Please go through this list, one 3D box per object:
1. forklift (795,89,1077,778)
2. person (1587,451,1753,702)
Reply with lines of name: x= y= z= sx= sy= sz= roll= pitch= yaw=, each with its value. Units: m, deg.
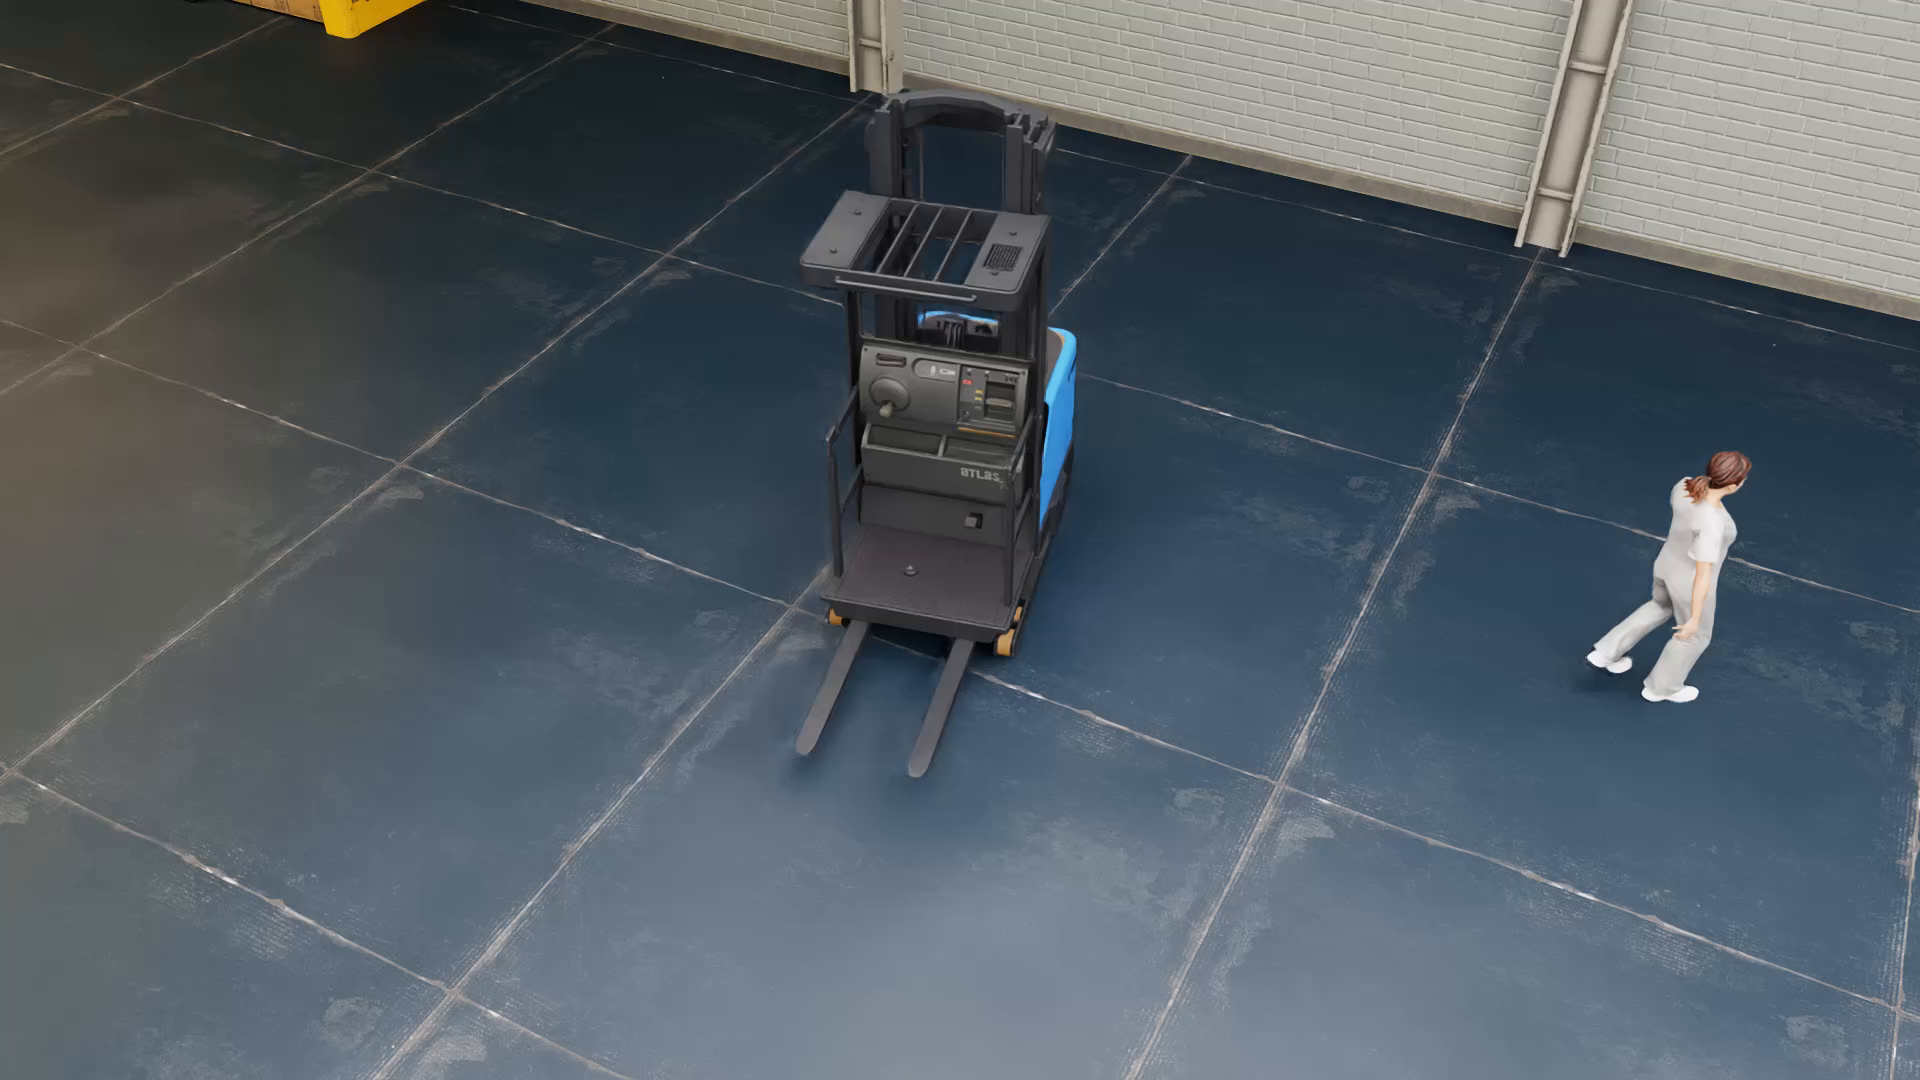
forklift: x=-0.144 y=-0.737 z=8.861 sx=1.130 sy=2.935 sz=3.031 roll=10 pitch=41 yaw=11
person: x=3.791 y=0.207 z=8.733 sx=0.620 sy=1.660 sz=0.718 roll=-6 pitch=40 yaw=-7
